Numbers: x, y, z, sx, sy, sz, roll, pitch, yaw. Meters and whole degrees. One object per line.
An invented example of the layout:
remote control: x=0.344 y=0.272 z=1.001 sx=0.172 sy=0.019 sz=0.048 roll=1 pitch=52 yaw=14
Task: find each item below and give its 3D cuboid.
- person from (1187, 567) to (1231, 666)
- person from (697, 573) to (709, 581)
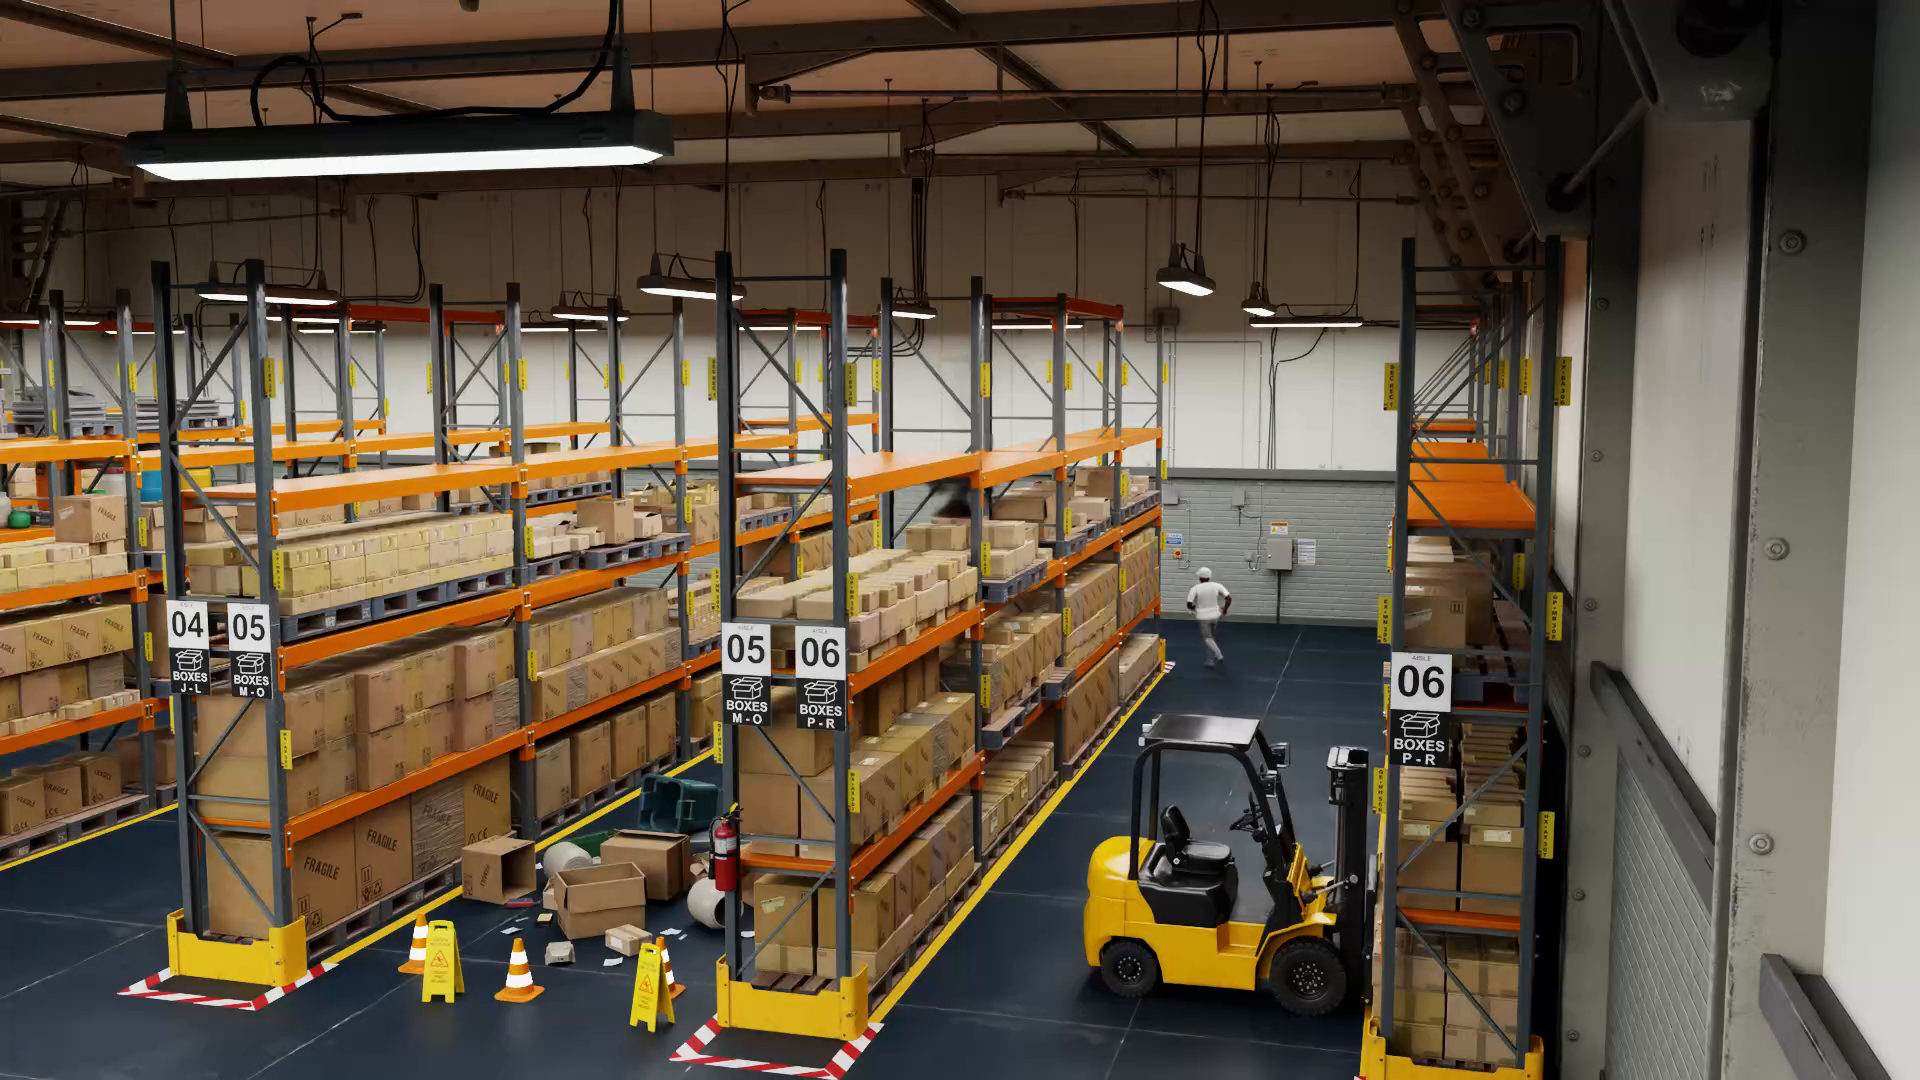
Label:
person: x=4.189 y=1.329 z=28.171 sx=0.734 sy=1.756 sz=0.813 roll=-2 pitch=6 yaw=-16
person: x=-4.171 y=1.407 z=27.553 sx=0.675 sy=1.746 sz=0.894 roll=3 pitch=7 yaw=24
